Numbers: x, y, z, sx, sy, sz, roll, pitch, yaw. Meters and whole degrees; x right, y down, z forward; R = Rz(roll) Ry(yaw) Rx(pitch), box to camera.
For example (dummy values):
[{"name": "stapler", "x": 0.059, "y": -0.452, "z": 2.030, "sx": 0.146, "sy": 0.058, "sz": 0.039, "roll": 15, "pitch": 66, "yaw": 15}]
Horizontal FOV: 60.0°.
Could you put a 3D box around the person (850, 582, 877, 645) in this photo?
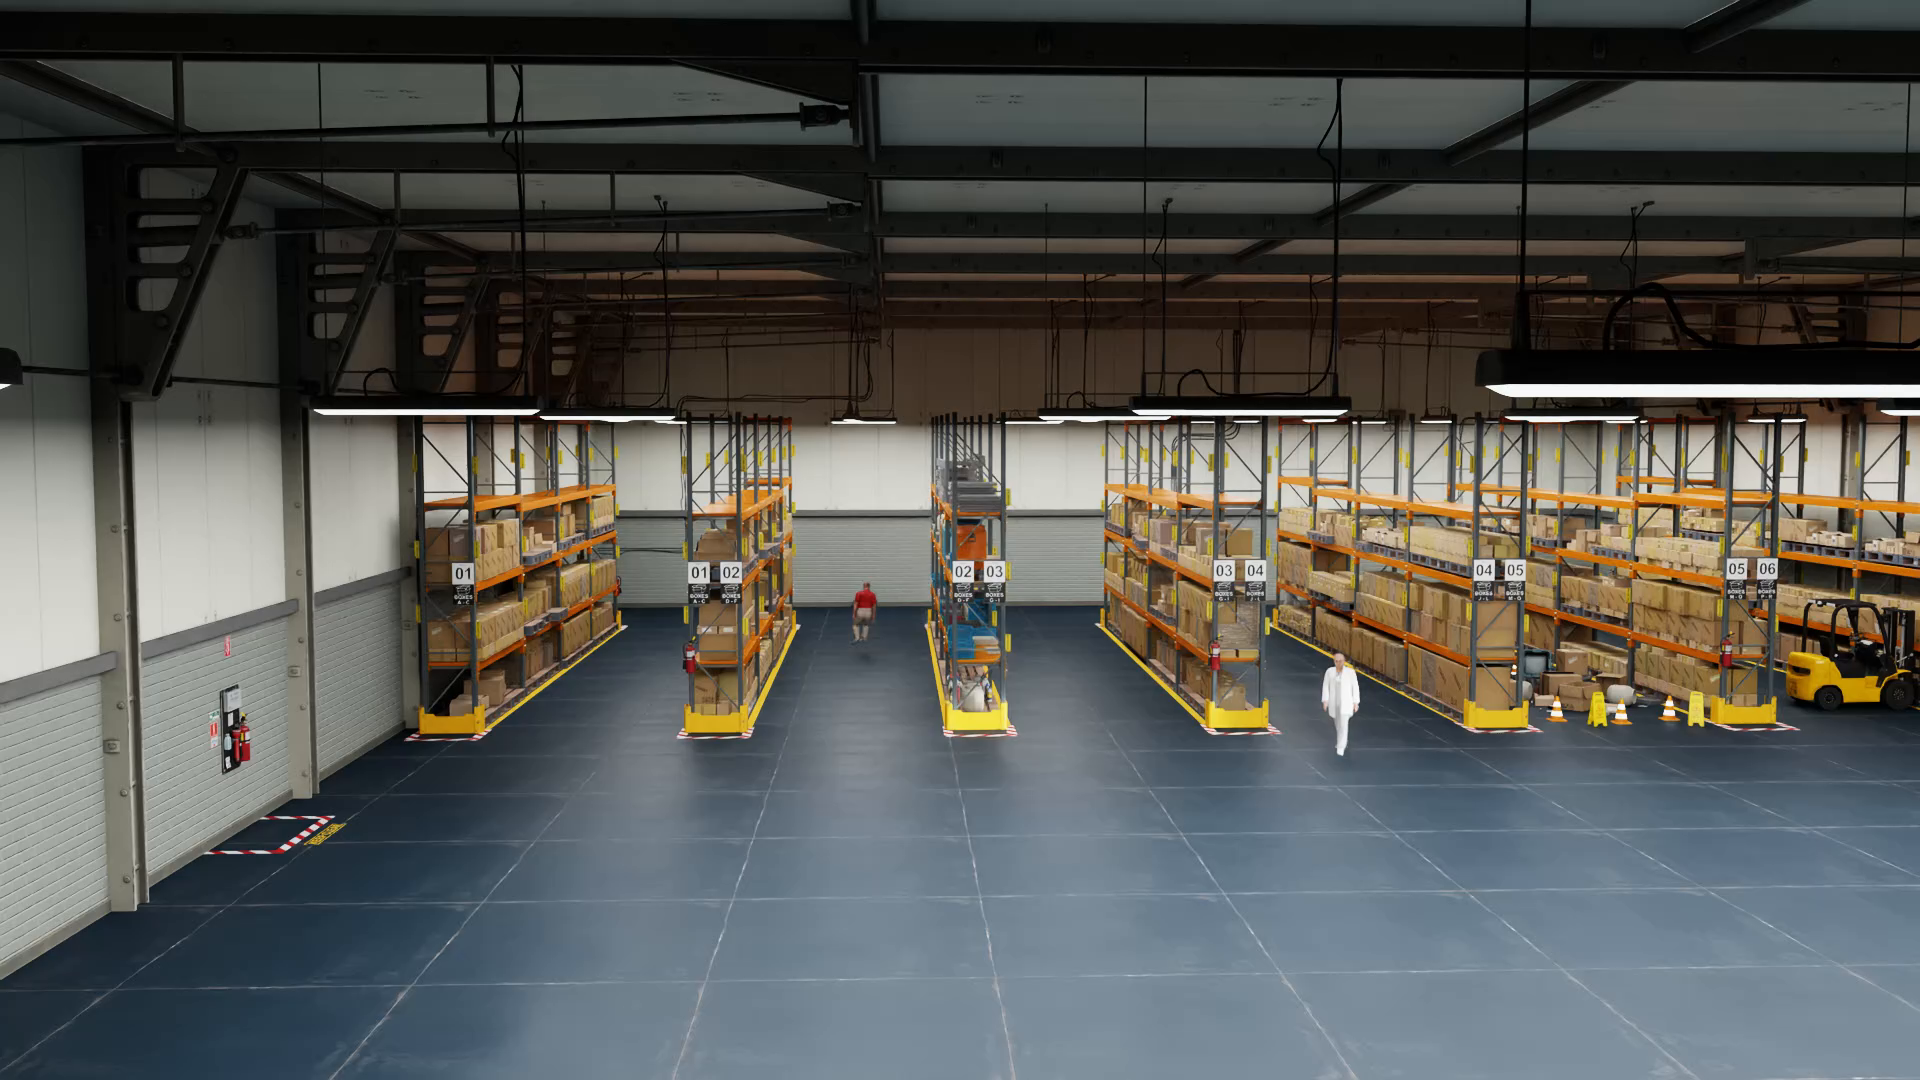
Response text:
[{"name": "person", "x": -2.456, "y": 1.856, "z": 42.177, "sx": 0.671, "sy": 1.619, "sz": 0.551, "roll": 0, "pitch": 4, "yaw": -6}]

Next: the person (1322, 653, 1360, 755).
[{"name": "person", "x": 6.627, "y": 2.850, "z": 29.067, "sx": 0.611, "sy": 1.735, "sz": 1.065, "roll": 3, "pitch": 5, "yaw": 33}]

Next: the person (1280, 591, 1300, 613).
[{"name": "person", "x": 10.053, "y": 1.439, "z": 50.067, "sx": 0.775, "sy": 1.768, "sz": 0.558, "roll": 1, "pitch": 4, "yaw": 12}]
